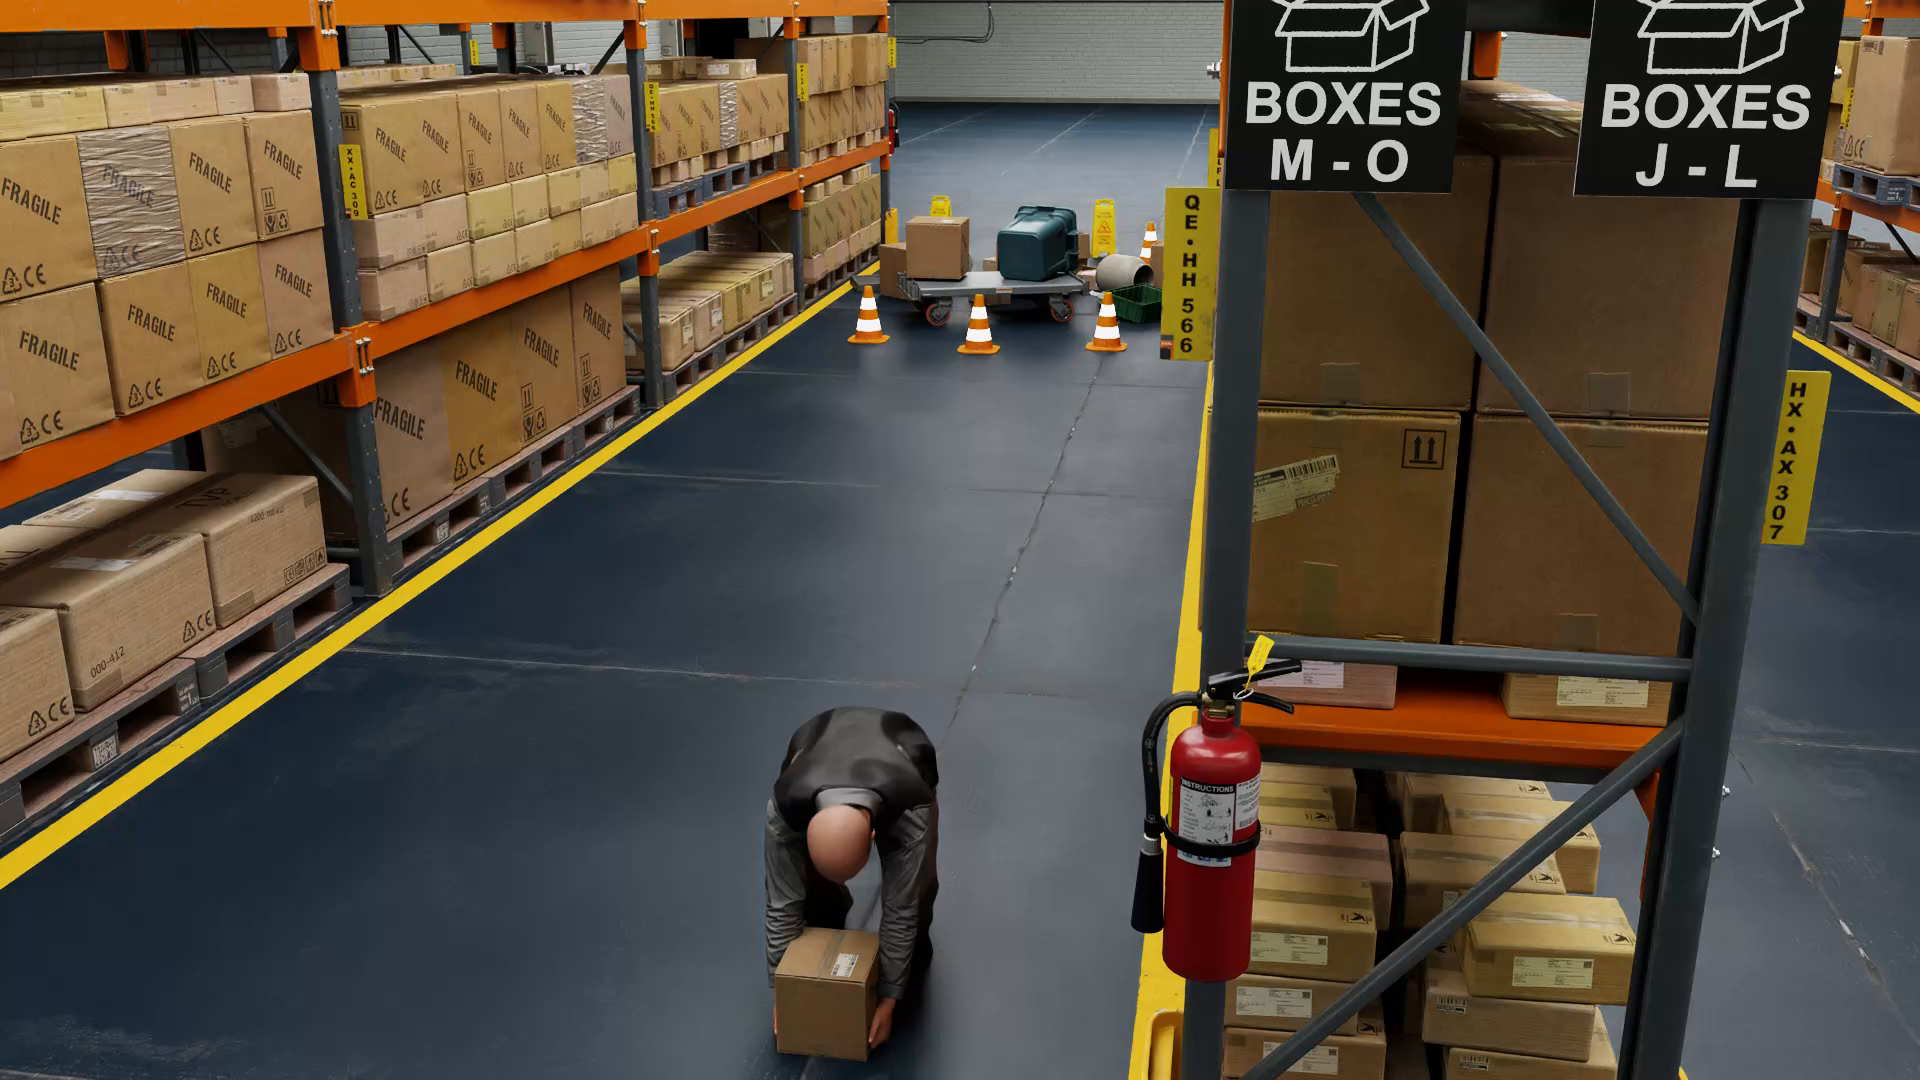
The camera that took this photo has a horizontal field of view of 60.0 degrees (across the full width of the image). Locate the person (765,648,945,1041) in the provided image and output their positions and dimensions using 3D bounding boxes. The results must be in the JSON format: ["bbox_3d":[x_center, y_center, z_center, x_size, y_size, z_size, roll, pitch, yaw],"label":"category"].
[{"bbox_3d":[-0.301,0.844,4.786,0.517,0.911,0.946,2,18,5],"label":"person"}]
